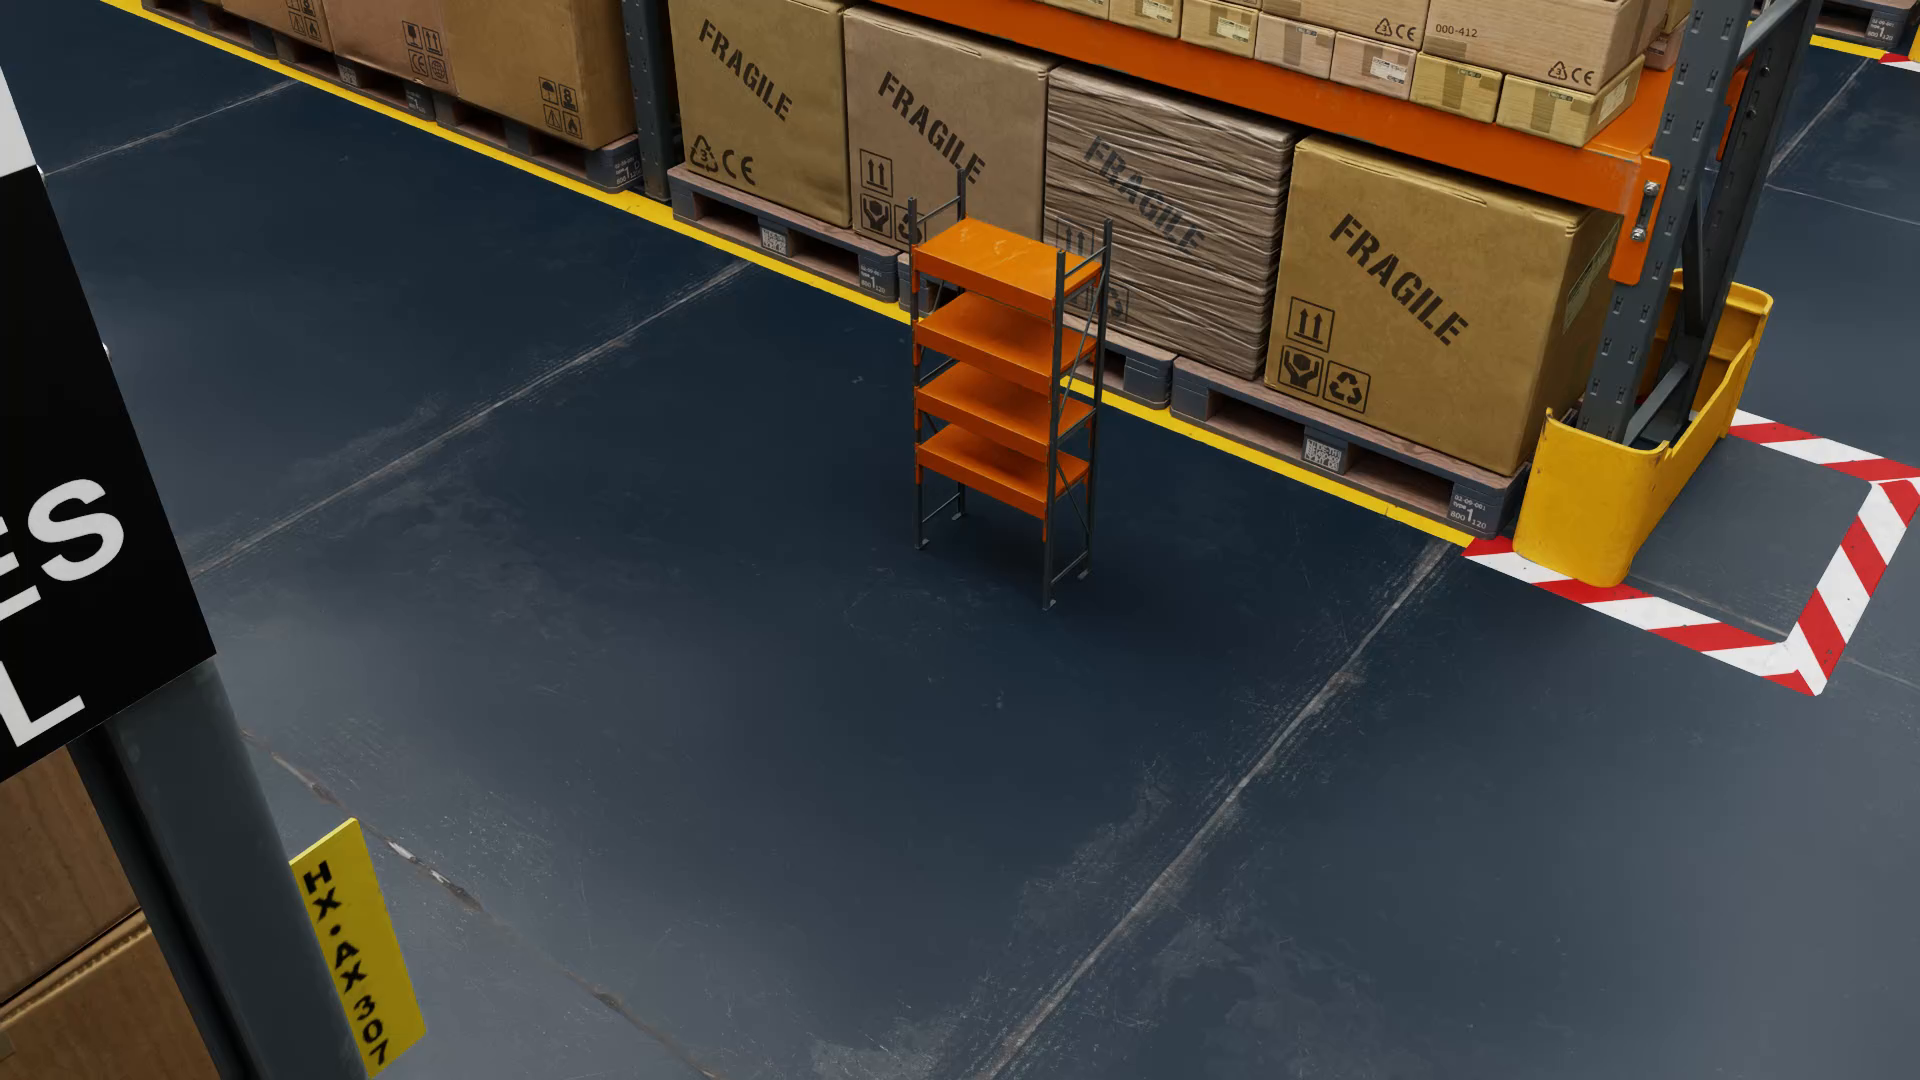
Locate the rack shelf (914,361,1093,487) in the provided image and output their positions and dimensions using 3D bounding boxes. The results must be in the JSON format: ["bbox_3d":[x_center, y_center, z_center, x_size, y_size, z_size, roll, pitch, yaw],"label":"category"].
[{"bbox_3d":[0.131,-0.357,4.842,0.480,0.148,0.258,25,45,29],"label":"rack shelf"}]

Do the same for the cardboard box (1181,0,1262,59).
[{"bbox_3d":[0.884,-1.633,5.106,0.250,0.149,0.380,24,44,28],"label":"cardboard box"}]

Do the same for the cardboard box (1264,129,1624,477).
[{"bbox_3d":[1.622,-0.907,5.358,0.875,0.875,0.875,25,45,29],"label":"cardboard box"}]

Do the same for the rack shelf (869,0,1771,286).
[{"bbox_3d":[0.590,-1.843,5.755,4.000,0.370,1.077,25,45,29],"label":"rack shelf"}]

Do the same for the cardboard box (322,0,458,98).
[{"bbox_3d":[-2.229,-2.768,7.736,0.875,0.875,1.225,24,44,27],"label":"cardboard box"}]

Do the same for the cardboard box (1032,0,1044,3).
[{"bbox_3d":[0.274,-1.920,5.473,0.250,0.149,0.380,24,44,27],"label":"cardboard box"}]

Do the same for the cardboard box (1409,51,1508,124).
[{"bbox_3d":[1.488,-1.347,4.741,0.250,0.149,0.380,26,45,29],"label":"cardboard box"}]

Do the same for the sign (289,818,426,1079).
[{"bbox_3d":[-0.585,0.407,1.595,0.005,0.325,0.100,25,45,29],"label":"sign"}]

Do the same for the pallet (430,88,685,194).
[{"bbox_3d":[-1.657,-2.030,7.671,1.213,0.211,1.003,25,45,29],"label":"pallet"}]

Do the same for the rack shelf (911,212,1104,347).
[{"bbox_3d":[0.131,-0.720,4.559,0.480,0.148,0.258,25,45,29],"label":"rack shelf"}]

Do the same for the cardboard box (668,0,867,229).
[{"bbox_3d":[-0.523,-1.918,6.649,0.875,0.875,0.875,25,45,29],"label":"cardboard box"}]

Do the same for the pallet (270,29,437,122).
[{"bbox_3d":[-2.630,-2.486,8.254,1.213,0.211,1.003,25,45,29],"label":"pallet"}]

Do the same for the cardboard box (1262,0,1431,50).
[{"bbox_3d":[1.230,-1.677,4.840,0.500,0.250,0.500,24,44,28],"label":"cardboard box"}]

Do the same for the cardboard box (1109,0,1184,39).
[{"bbox_3d":[0.677,-1.729,5.229,0.250,0.149,0.380,25,45,29],"label":"cardboard box"}]

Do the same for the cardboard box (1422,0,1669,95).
[{"bbox_3d":[1.633,-1.487,4.597,0.500,0.250,0.500,25,44,28],"label":"cardboard box"}]

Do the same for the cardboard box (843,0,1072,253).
[{"bbox_3d":[0.192,-1.581,6.219,0.875,0.875,0.875,25,45,29],"label":"cardboard box"}]

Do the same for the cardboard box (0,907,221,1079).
[{"bbox_3d":[-1.103,0.553,1.787,0.500,0.500,0.500,27,46,31],"label":"cardboard box"}]

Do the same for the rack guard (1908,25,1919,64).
[{"bbox_3d":[5.215,-2.816,8.441,0.348,0.500,1.175,25,45,29],"label":"rack guard"}]

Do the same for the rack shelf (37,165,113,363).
[{"bbox_3d":[-2.503,-0.634,1.776,4.000,0.370,1.077,25,45,29],"label":"rack shelf"}]

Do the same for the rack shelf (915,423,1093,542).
[{"bbox_3d":[0.131,-0.201,4.965,0.480,0.148,0.258,25,45,29],"label":"rack shelf"}]

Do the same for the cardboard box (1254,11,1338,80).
[{"bbox_3d":[1.091,-1.536,4.983,0.250,0.149,0.380,26,45,29],"label":"cardboard box"}]

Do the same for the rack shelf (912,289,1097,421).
[{"bbox_3d":[0.131,-0.534,4.705,0.480,0.148,0.258,25,45,29],"label":"rack shelf"}]

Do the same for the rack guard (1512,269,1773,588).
[{"bbox_3d":[2.198,-0.384,5.335,0.348,0.500,1.175,25,45,29],"label":"rack guard"}]

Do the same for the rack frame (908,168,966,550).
[{"bbox_3d":[-0.062,-0.502,4.918,0.015,1.200,0.240,25,45,29],"label":"rack frame"}]

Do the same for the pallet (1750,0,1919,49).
[{"bbox_3d":[4.556,-3.033,8.952,1.213,0.211,1.003,25,45,29],"label":"pallet"}]

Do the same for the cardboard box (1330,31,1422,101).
[{"bbox_3d":[1.289,-1.442,4.863,0.250,0.149,0.380,25,45,29],"label":"cardboard box"}]

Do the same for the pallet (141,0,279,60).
[{"bbox_3d":[-3.595,-2.944,8.838,1.213,0.211,1.003,25,45,29],"label":"pallet"}]

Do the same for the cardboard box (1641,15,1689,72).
[{"bbox_3d":[2.097,-1.573,5.030,0.250,0.149,0.380,26,45,29],"label":"cardboard box"}]

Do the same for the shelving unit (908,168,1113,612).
[{"bbox_3d":[0.131,-0.410,4.801,0.503,1.200,0.258,25,45,29],"label":"shelving unit"}]

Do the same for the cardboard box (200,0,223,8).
[{"bbox_3d":[-3.640,-3.434,8.585,0.875,0.875,1.225,23,44,27],"label":"cardboard box"}]

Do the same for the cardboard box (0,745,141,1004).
[{"bbox_3d":[-1.110,0.165,1.473,0.500,0.500,0.500,25,44,28],"label":"cardboard box"}]

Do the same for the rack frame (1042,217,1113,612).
[{"bbox_3d":[0.325,-0.319,4.684,0.015,1.200,0.240,25,45,29],"label":"rack frame"}]

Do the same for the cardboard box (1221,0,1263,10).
[{"bbox_3d":[0.826,-1.868,5.083,0.500,0.250,0.500,24,44,27],"label":"cardboard box"}]

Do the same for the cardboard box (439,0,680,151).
[{"bbox_3d":[-1.519,-2.434,7.309,0.875,0.875,1.225,25,45,29],"label":"cardboard box"}]

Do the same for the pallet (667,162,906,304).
[{"bbox_3d":[-0.442,-1.454,6.937,1.213,0.211,1.003,25,45,29],"label":"pallet"}]

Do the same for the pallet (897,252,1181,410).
[{"bbox_3d":[0.531,-0.998,6.353,1.213,0.211,1.003,25,45,29],"label":"pallet"}]

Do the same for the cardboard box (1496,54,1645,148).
[{"bbox_3d":[1.696,-1.251,4.618,0.250,0.149,0.380,26,45,29],"label":"cardboard box"}]

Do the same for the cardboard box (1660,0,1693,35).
[{"bbox_3d":[1.962,-1.748,4.929,0.500,0.250,0.500,24,44,27],"label":"cardboard box"}]

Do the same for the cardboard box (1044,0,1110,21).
[{"bbox_3d":[0.482,-1.823,5.349,0.250,0.149,0.380,26,45,29],"label":"cardboard box"}]

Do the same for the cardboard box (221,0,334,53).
[{"bbox_3d":[-2.937,-3.096,8.154,0.875,0.875,1.225,25,45,29],"label":"cardboard box"}]

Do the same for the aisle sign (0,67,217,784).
[{"bbox_3d":[-0.674,-0.130,0.874,0.004,0.787,0.394,25,45,29],"label":"aisle sign"}]

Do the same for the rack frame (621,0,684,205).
[{"bbox_3d":[-0.998,-2.876,6.490,0.127,3.000,1.000,25,45,29],"label":"rack frame"}]

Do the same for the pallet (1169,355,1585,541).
[{"bbox_3d":[1.496,-0.541,5.769,1.213,0.211,1.003,25,45,29],"label":"pallet"}]

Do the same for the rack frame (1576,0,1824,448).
[{"bbox_3d":[2.179,-1.377,4.576,0.127,3.000,1.000,25,45,29],"label":"rack frame"}]

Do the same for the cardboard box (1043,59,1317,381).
[{"bbox_3d":[0.899,-1.248,5.793,0.875,0.875,0.875,25,45,29],"label":"cardboard box"}]
